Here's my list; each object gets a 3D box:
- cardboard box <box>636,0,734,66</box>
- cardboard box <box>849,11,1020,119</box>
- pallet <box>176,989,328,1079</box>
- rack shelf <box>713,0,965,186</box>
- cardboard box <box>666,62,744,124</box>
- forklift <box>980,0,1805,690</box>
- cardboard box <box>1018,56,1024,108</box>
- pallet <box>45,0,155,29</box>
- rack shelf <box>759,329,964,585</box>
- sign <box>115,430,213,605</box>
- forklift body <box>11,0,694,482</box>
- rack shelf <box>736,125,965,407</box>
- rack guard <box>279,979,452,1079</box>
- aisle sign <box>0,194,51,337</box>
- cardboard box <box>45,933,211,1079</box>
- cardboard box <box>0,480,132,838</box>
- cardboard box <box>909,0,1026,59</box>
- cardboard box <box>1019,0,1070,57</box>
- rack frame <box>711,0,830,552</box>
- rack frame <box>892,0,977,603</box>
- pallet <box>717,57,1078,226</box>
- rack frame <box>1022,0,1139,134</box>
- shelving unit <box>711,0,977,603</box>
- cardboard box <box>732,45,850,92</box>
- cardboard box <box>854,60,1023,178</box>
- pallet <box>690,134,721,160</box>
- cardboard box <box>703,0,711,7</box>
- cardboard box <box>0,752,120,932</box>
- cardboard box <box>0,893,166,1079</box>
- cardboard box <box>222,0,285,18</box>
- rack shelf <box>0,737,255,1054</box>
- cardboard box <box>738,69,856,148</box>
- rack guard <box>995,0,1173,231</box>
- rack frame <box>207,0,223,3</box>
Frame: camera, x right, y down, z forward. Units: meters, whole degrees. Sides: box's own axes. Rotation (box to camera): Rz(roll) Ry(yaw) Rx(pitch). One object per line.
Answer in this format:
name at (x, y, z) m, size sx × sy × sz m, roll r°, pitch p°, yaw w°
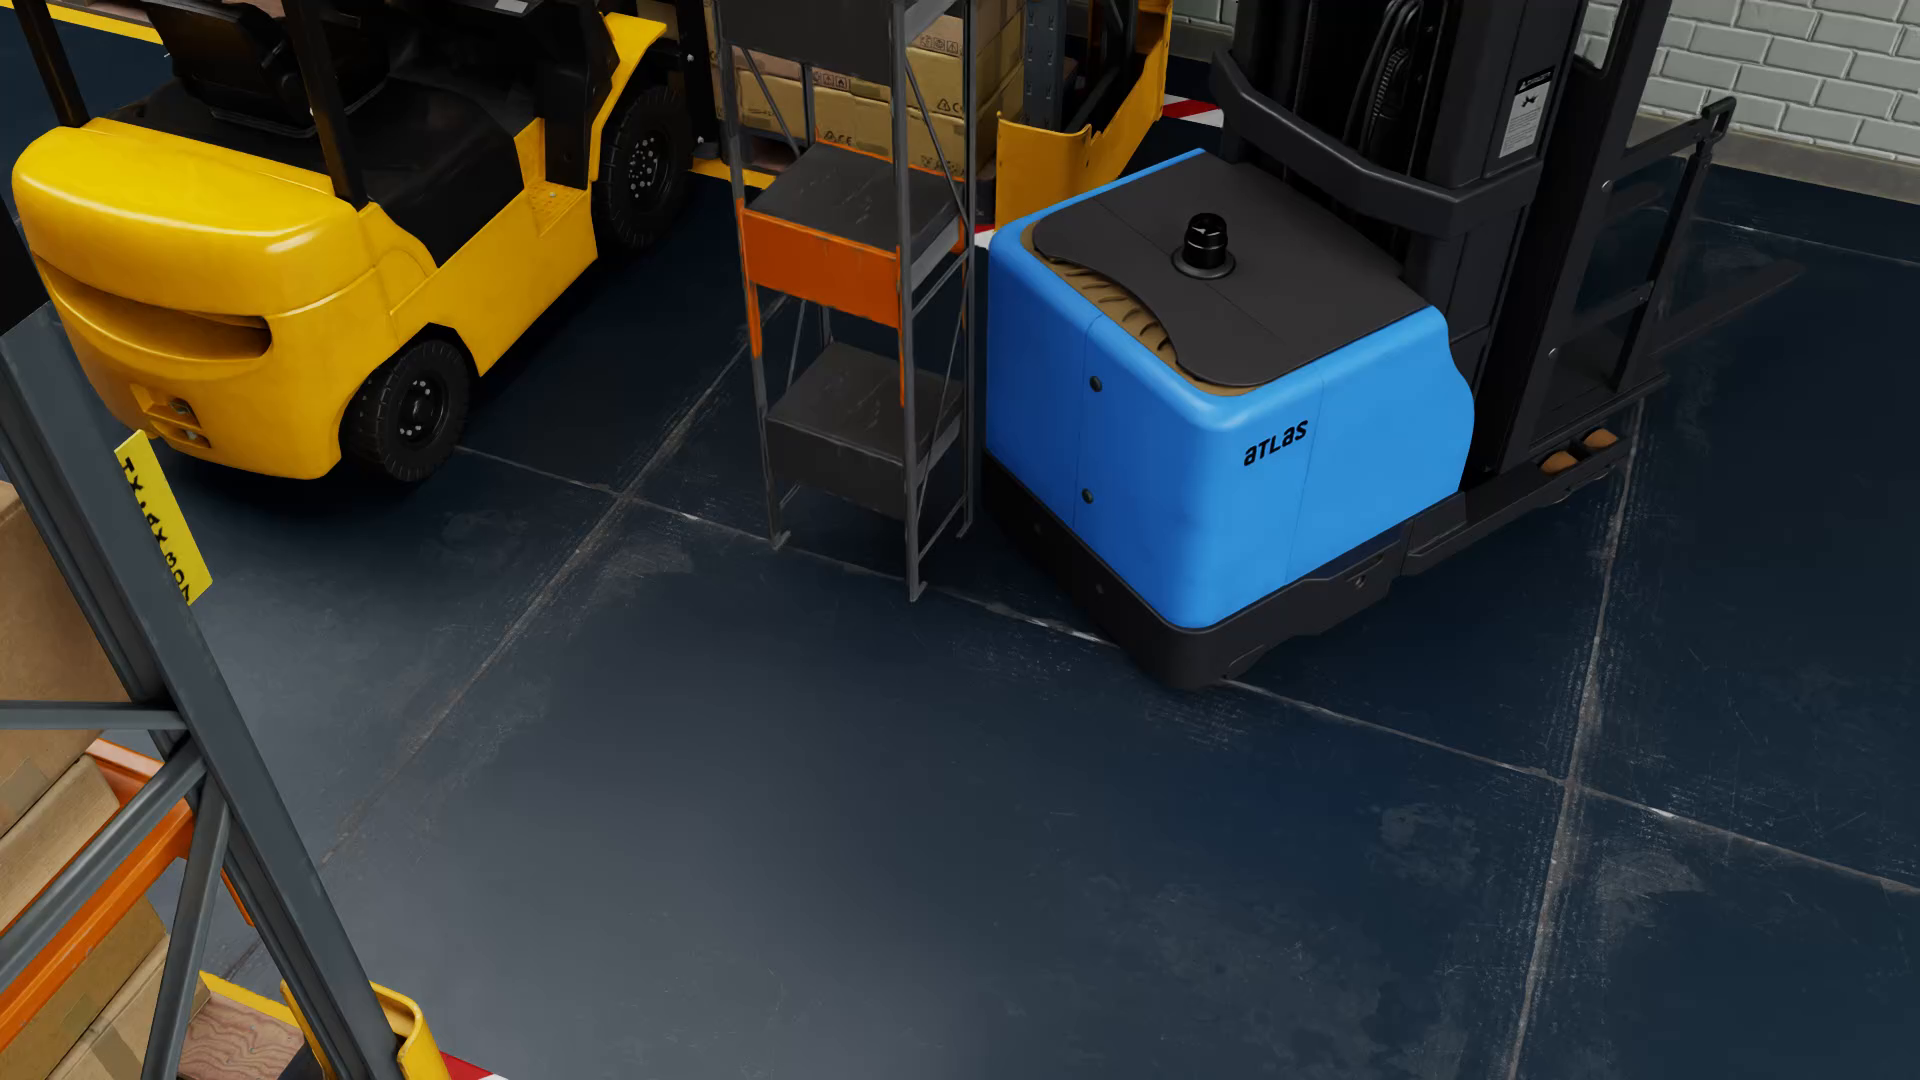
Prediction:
cardboard box at (-1.036, -2.138, 6.569) m, size 0.500 × 0.250 × 0.500 m, roll 15°, pitch 47°, yaw 15°
cardboard box at (-0.092, -1.868, 6.298) m, size 0.500 × 0.250 × 0.500 m, roll 16°, pitch 47°, yaw 15°
pallet at (-2.237, 1.369, 3.725) m, size 1.213 × 0.211 × 1.003 m, roll 16°, pitch 47°, yaw 16°
rack shelf at (-0.273, -1.244, 4.039) m, size 0.480 × 0.518 × 0.431 m, roll 20°, pitch 48°, yaw 19°
cardboard box at (-0.992, -1.967, 6.752) m, size 0.500 × 0.250 × 0.500 m, roll 17°, pitch 47°, yaw 16°
forklift at (1.568, -1.442, 4.621) m, size 3.031 × 2.935 × 1.130 m, roll -26°, pitch 50°, yaw -24°
cardboard box at (0.099, -2.023, 6.808) m, size 0.500 × 0.250 × 0.500 m, roll 17°, pitch 47°, yaw 16°
pallet at (-3.909, -2.860, 7.975) m, size 1.213 × 0.211 × 1.003 m, roll 16°, pitch 47°, yaw 16°
rack shelf at (-0.273, -0.252, 5.026) m, size 0.480 × 0.518 × 0.431 m, roll 20°, pitch 48°, yaw 19°
sign at (-1.222, -0.016, 2.525) m, size 0.005 × 0.325 × 0.100 m, roll 16°, pitch 47°, yaw 16°
forklift body at (-1.975, -1.614, 5.348) m, size 1.214 × 2.155 × 2.313 m, roll 16°, pitch 47°, yaw 16°
rack shelf at (-0.273, -0.748, 4.533) m, size 0.480 × 0.518 × 0.431 m, roll 20°, pitch 48°, yaw 19°
rack guard at (-1.500, 1.510, 3.378) m, size 0.348 × 0.500 × 1.175 m, roll 16°, pitch 47°, yaw 16°
aisle sign at (-1.254, -0.462, 1.745) m, size 0.004 × 0.787 × 0.394 m, roll 16°, pitch 47°, yaw 16°
cardboard box at (-2.068, 1.071, 3.699) m, size 0.500 × 0.250 × 0.500 m, roll 16°, pitch 47°, yaw 16°
cardboard box at (-1.761, 0.194, 2.646) m, size 0.500 × 0.500 × 0.500 m, roll 16°, pitch 47°, yaw 15°
cardboard box at (-0.068, -2.038, 6.115) m, size 0.500 × 0.250 × 0.500 m, roll 18°, pitch 48°, yaw 17°
cardboard box at (0.123, -2.202, 6.634) m, size 0.500 × 0.250 × 0.500 m, roll 17°, pitch 47°, yaw 17°
rack frame at (-0.491, -0.836, 4.601) m, size 0.015 × 2.100 × 0.400 m, roll 20°, pitch 48°, yaw 19°
rack frame at (-0.056, -0.680, 4.444) m, size 0.015 × 2.100 × 0.400 m, roll 20°, pitch 48°, yaw 19°
pallet at (-0.245, -1.780, 6.889) m, size 1.213 × 0.211 × 1.003 m, roll 16°, pitch 47°, yaw 16°
rack frame at (0.477, -2.588, 5.724) m, size 0.127 × 3.000 × 1.000 m, roll 16°, pitch 47°, yaw 16°
shelving unit at (-0.273, -0.758, 4.523) m, size 0.503 × 2.100 × 0.431 m, roll 20°, pitch 48°, yaw 19°
cardboard box at (-0.551, -2.011, 6.442) m, size 0.500 × 0.250 × 0.500 m, roll 16°, pitch 47°, yaw 15°
cardboard box at (-0.078, -1.684, 6.467) m, size 0.500 × 0.250 × 0.500 m, roll 17°, pitch 47°, yaw 16°
pallet at (-1.367, -2.112, 7.223) m, size 1.213 × 0.211 × 1.003 m, roll 16°, pitch 47°, yaw 16°
cardboard box at (-1.011, -2.304, 6.382) m, size 0.500 × 0.250 × 0.500 m, roll 17°, pitch 47°, yaw 16°
cardboard box at (-1.664, 0.506, 2.793) m, size 0.250 × 0.149 × 0.380 m, roll 17°, pitch 47°, yaw 16°
cardboard box at (-2.091, 0.799, 3.440) m, size 0.500 × 0.500 × 0.500 m, roll 15°, pitch 47°, yaw 15°
cardboard box at (-2.895, -2.501, 7.289) m, size 0.500 × 0.250 × 0.500 m, roll 17°, pitch 47°, yaw 16°
rack shelf at (-3.276, 0.356, 3.275) m, size 4.000 × 0.370 × 1.077 m, roll 16°, pitch 47°, yaw 16°
cardboard box at (-0.533, -1.825, 6.609) m, size 0.500 × 0.250 × 0.500 m, roll 16°, pitch 47°, yaw 16°
rack guard at (0.499, -1.695, 6.599) m, size 0.348 × 0.500 × 1.175 m, roll 16°, pitch 47°, yaw 16°
rack frame at (-3.214, -3.674, 6.816) m, size 0.127 × 3.000 × 1.000 m, roll 16°, pitch 47°, yaw 16°
